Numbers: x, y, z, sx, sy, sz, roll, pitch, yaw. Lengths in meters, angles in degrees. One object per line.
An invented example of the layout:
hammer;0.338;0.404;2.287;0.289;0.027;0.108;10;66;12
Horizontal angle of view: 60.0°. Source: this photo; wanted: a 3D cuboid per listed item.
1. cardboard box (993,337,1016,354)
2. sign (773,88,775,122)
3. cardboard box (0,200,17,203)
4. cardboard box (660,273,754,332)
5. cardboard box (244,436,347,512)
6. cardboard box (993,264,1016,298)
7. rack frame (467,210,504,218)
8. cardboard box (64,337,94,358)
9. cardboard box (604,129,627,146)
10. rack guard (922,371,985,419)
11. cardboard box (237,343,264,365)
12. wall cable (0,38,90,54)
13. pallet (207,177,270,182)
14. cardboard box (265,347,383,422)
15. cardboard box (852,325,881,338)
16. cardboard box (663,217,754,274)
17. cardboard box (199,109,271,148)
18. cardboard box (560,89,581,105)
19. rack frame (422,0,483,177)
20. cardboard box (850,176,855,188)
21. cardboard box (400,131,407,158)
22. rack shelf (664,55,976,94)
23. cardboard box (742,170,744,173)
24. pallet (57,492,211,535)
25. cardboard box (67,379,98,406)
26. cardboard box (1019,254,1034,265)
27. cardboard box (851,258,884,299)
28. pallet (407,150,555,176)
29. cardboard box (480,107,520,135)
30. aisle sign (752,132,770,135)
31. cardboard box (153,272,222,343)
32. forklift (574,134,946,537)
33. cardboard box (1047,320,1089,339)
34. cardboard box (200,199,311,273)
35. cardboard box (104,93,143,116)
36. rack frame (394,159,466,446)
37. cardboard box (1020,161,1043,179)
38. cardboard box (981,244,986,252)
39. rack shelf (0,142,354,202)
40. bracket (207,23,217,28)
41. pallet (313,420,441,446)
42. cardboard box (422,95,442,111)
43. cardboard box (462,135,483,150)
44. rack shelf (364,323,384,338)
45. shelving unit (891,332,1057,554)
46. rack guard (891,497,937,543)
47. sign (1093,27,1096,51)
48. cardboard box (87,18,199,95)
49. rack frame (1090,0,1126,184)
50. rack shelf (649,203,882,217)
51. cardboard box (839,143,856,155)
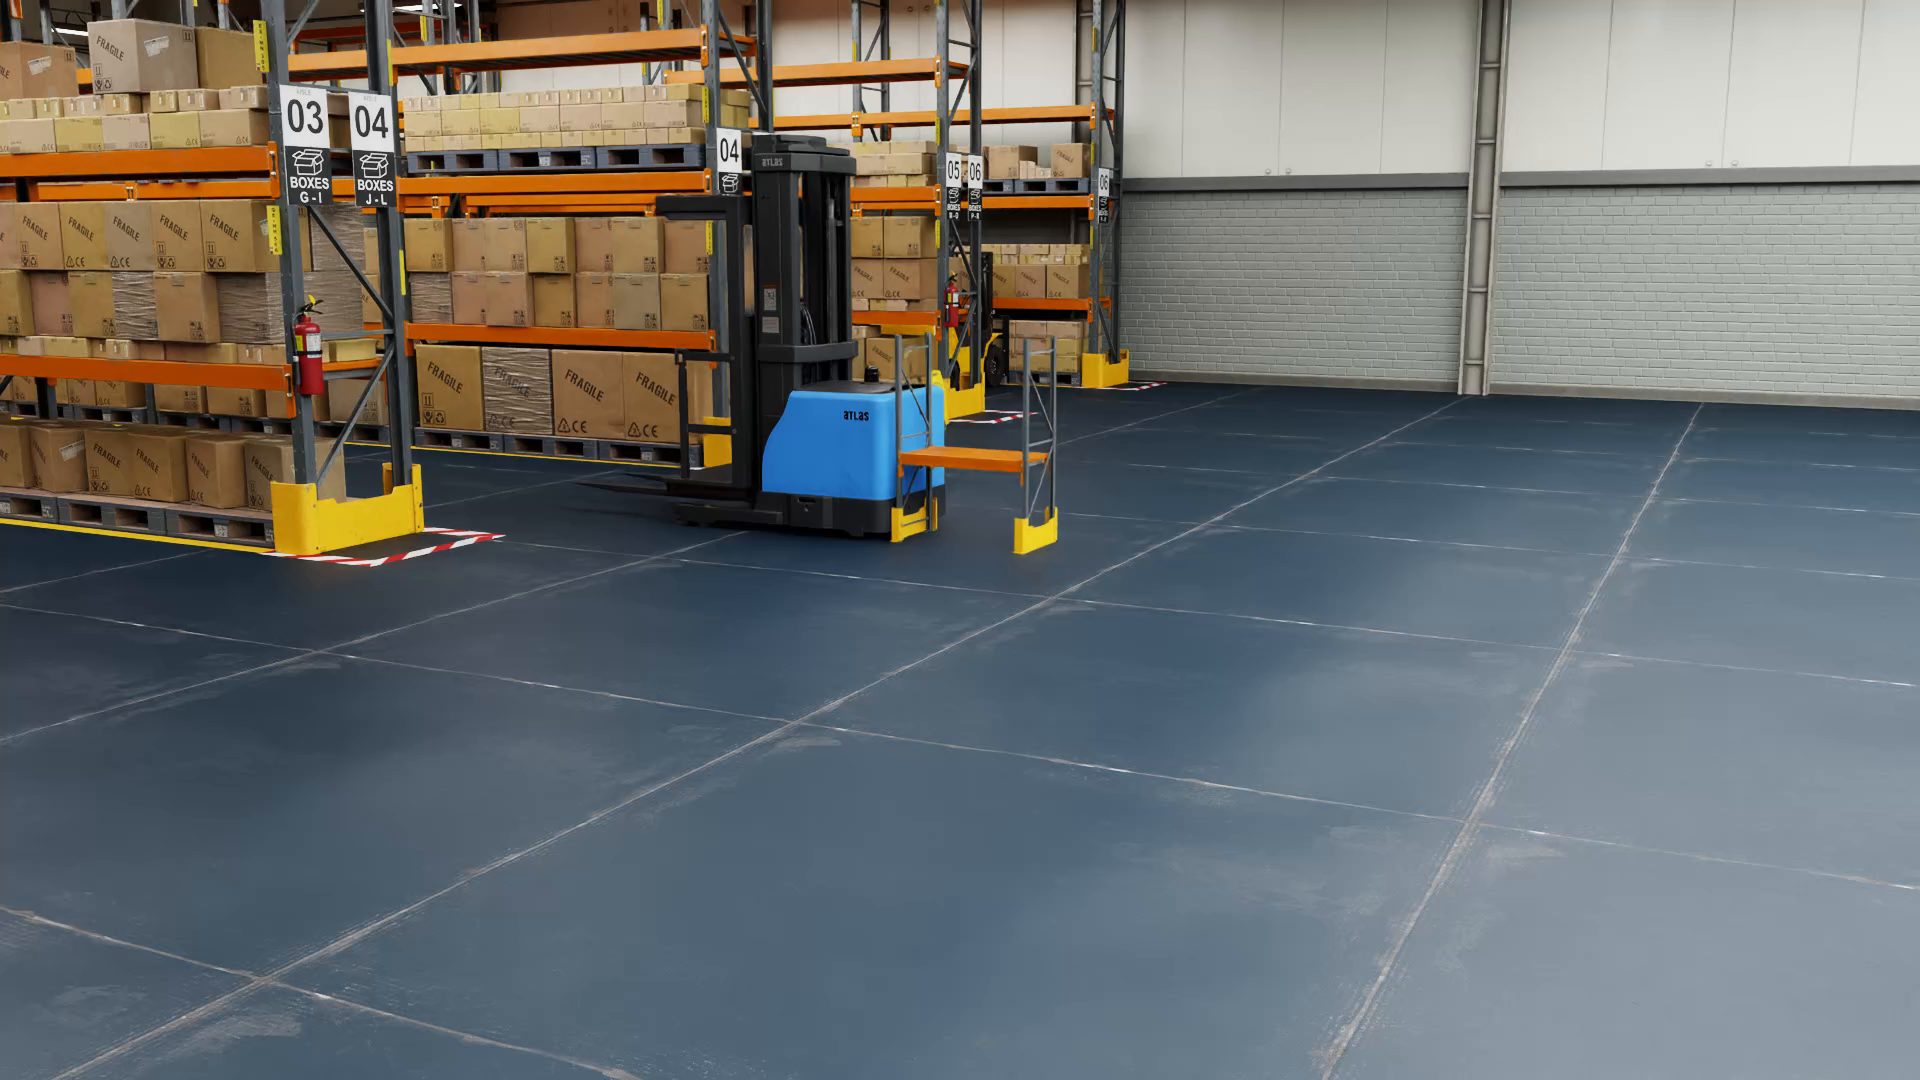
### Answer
cardboard box;0.696;-3.007;25.560;0.500;0.250;0.500;5;11;25
sign;-1.853;-4.282;16.368;0.005;0.325;0.100;5;11;26
cardboard box;-8.627;-2.367;14.020;1.000;1.000;1.000;5;11;26
cardboard box;-2.457;-2.345;16.341;0.550;0.550;0.875;5;11;26
cardboard box;-4.942;-0.493;12.372;0.500;0.500;0.500;8;13;36
cardboard box;0.710;-3.969;25.457;0.500;0.500;0.500;5;11;25
rack frame;-8.573;-4.786;30.251;0.127;3.000;1.000;5;11;26
cardboard box;-6.566;-1.475;12.663;0.250;0.149;0.380;5;11;26
cardboard box;-3.235;-3.889;16.119;0.250;0.149;0.380;5;11;26
rack guard;-0.073;-1.823;20.900;0.348;0.500;1.175;5;11;26
cardboard box;-4.960;-1.350;11.973;0.250;0.149;0.380;5;11;26
wall cable;-17.977;-8.244;32.406;0.133;3.039;2.988;5;11;26
pallet;-7.673;-4.132;18.748;1.213;0.211;1.003;6;12;28
cardboard box;-7.151;-1.775;18.751;0.750;0.750;1.050;5;11;26
cardboard box;-1.197;-2.629;20.947;0.250;0.149;0.380;5;12;27
cardboard box;-2.420;-2.889;16.319;0.550;0.550;0.875;5;11;26
cardboard box;-4.934;-2.864;11.632;0.500;0.250;0.500;5;12;27
cardboard box;-3.696;-4.322;16.272;0.250;0.149;0.380;5;11;25
rack frame;-7.179;-6.630;23.594;0.127;3.000;1.000;5;11;26
cardboard box;-1.351;-4.467;20.769;0.250;0.149;0.380;5;11;25
cardboard box;-6.122;-4.317;18.156;0.396;0.266;0.258;5;11;25
rack shelf;-1.798;-5.801;21.046;4.000;0.370;1.077;5;11;26
cardboard box;-2.852;-4.793;21.456;0.500;0.250;0.500;5;11;25
pallet;-6.260;-0.264;13.098;1.213;0.211;1.003;5;11;26
cardboard box;-10.448;-1.907;20.186;0.500;0.500;0.500;6;12;28
cardboard box;1.088;-4.258;25.234;0.250;0.149;0.380;5;11;25
cardboard box;-1.060;-3.282;20.825;0.500;0.500;0.500;5;11;26
pallet;-4.962;-3.930;17.349;1.213;0.211;1.003;5;11;26
cardboard box;-4.471;-4.206;16.750;0.500;0.250;0.500;5;11;25
aisle sign;-1.908;-3.570;16.235;0.004;0.787;0.394;5;11;26
cardboard box;-5.372;-1.728;12.240;0.500;0.500;0.875;5;11;26
forklift;-1.657;-1.622;12.962;3.031;2.935;1.130;5;12;27
cardboard box;1.638;-3.172;25.070;0.500;0.250;0.500;5;12;28
cardboard box;-4.992;-2.156;11.797;0.500;0.500;0.500;5;11;26
cardboard box;-5.940;-3.139;12.029;0.250;0.149;0.380;4;11;23
rack frame;-5.691;-2.564;17.974;0.127;3.000;1.000;5;11;26
cardboard box;1.084;-5.543;24.928;0.258;0.266;0.396;5;11;26
cardboard box;0.396;-4.470;25.566;0.250;0.149;0.380;5;11;27
rack shelf;-6.183;-2.744;12.567;4.000;0.370;1.077;5;11;26
bracket;-14.708;-10.157;32.975;0.430;0.232;0.235;5;11;26
pallet;-6.417;-1.241;18.492;1.213;0.211;1.003;5;11;26
cardboard box;-5.286;-4.462;17.043;0.250;0.149;0.380;5;11;25
cardboard box;-4.834;-4.029;16.894;0.250;0.149;0.380;5;11;25
rack shelf;-7.485;-2.368;18.909;4.000;0.370;1.077;5;11;26
shelving unit;0.104;-0.726;12.033;1.083;1.500;0.587;5;12;27
rack guard;-0.337;-0.152;12.370;0.087;0.250;0.587;5;12;27
sign;1.936;-7.205;23.929;0.005;0.325;0.100;5;11;26
cardboard box;-5.891;-3.464;12.004;0.500;0.500;0.500;5;11;26
rack frame;2.189;-6.792;24.492;0.127;3.000;1.000;5;11;26
rack shelf;-3.192;-5.435;27.436;4.000;0.370;1.077;5;11;26
cardboard box;-1.311;-4.864;20.725;0.250;0.149;0.380;5;11;26
